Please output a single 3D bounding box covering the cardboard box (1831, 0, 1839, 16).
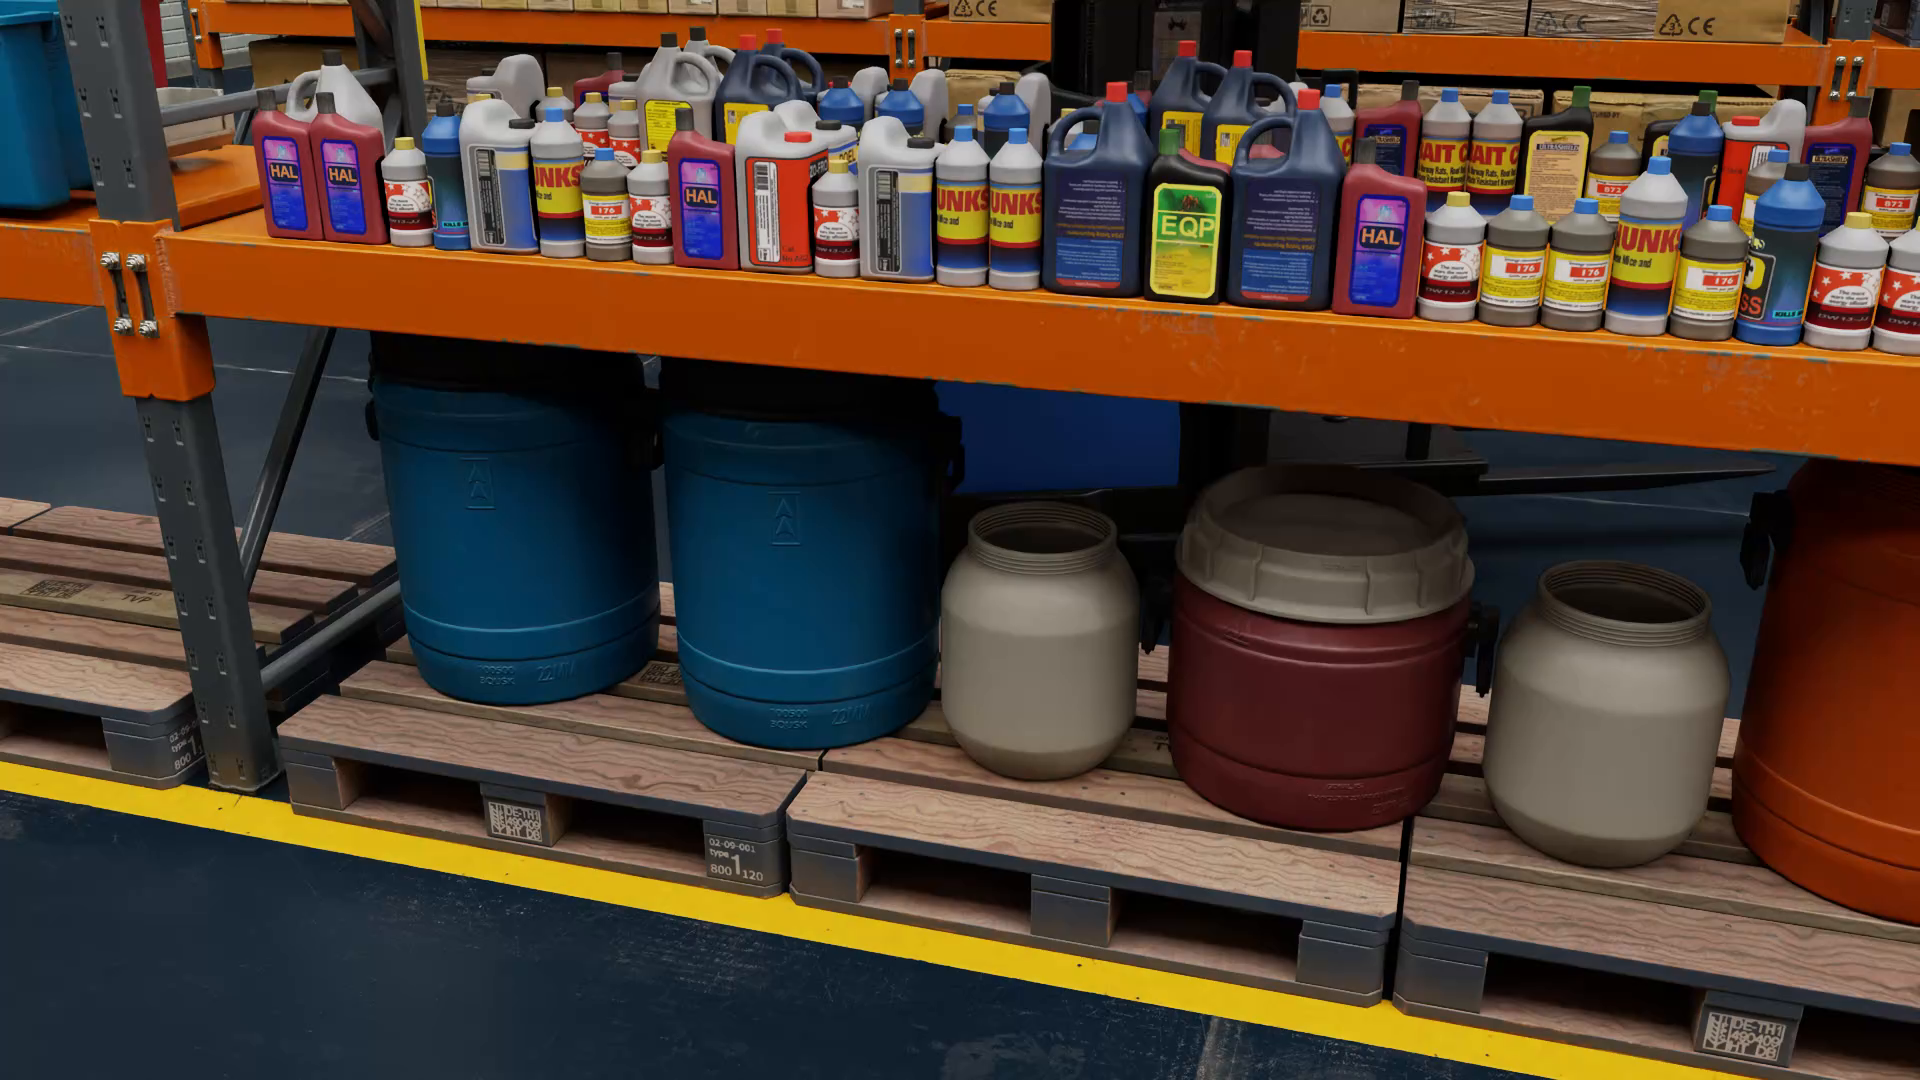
[{"bbox_3d":[10.600,-6.549,19.859,0.625,0.625,0.875,6,23,15],"label":"cardboard box"}]

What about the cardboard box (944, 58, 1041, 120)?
[{"bbox_3d":[0.510,-1.933,8.277,0.875,0.875,1.225,7,23,16],"label":"cardboard box"}]

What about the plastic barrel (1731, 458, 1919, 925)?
[{"bbox_3d":[1.817,0.215,3.098,0.708,0.830,0.600,7,23,16],"label":"plastic barrel"}]

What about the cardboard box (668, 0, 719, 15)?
[{"bbox_3d":[-1.233,-2.668,8.152,0.250,0.149,0.380,7,23,17],"label":"cardboard box"}]

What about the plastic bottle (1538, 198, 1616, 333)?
[{"bbox_3d":[0.988,-0.442,2.657,0.097,0.201,0.097,0,22,0],"label":"plastic bottle"}]

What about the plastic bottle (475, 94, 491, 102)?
[{"bbox_3d":[-1.086,-0.920,3.823,0.097,0.201,0.097,0,22,0],"label":"plastic bottle"}]

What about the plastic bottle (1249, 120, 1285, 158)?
[{"bbox_3d":[0.551,-0.580,2.886,0.133,0.283,0.061,7,23,16],"label":"plastic bottle"}]

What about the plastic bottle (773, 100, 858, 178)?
[{"bbox_3d":[-0.275,-0.693,3.169,0.135,0.276,0.152,7,23,16],"label":"plastic bottle"}]

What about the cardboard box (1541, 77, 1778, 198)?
[{"bbox_3d":[3.067,-1.641,7.564,0.875,0.875,1.225,5,23,13],"label":"cardboard box"}]

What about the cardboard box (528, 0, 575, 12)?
[{"bbox_3d":[-1.968,-2.752,8.358,0.250,0.149,0.380,7,23,16],"label":"cardboard box"}]

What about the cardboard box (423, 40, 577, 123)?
[{"bbox_3d":[-2.431,-2.294,9.156,0.875,0.875,0.875,7,23,16],"label":"cardboard box"}]

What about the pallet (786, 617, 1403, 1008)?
[{"bbox_3d":[0.360,0.538,3.681,1.213,0.211,1.003,7,23,16],"label":"pallet"}]

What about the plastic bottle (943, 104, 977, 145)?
[{"bbox_3d":[0.012,-0.855,3.663,0.097,0.201,0.097,0,22,0],"label":"plastic bottle"}]

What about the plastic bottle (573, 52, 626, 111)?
[{"bbox_3d":[-0.833,-0.997,3.901,0.133,0.283,0.061,7,23,16],"label":"plastic bottle"}]

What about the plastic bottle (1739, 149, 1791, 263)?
[{"bbox_3d":[1.509,-0.623,3.098,0.097,0.201,0.097,0,22,0],"label":"plastic bottle"}]

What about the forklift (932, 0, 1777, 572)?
[{"bbox_3d":[1.031,-1.438,4.914,3.031,2.935,1.130,-2,22,-6],"label":"forklift"}]

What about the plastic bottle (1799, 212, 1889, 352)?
[{"bbox_3d":[1.361,-0.400,2.553,0.097,0.201,0.097,0,22,0],"label":"plastic bottle"}]

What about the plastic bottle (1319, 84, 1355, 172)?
[{"bbox_3d":[0.761,-0.801,3.441,0.097,0.271,0.097,0,22,0],"label":"plastic bottle"}]

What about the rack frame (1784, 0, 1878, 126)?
[{"bbox_3d":[3.721,-2.346,7.038,0.127,3.000,1.000,7,23,16],"label":"rack frame"}]

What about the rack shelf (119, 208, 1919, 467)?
[{"bbox_3d":[0.376,-0.433,3.322,4.000,0.370,1.077,7,23,16],"label":"rack shelf"}]

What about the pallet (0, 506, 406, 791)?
[{"bbox_3d":[-2.254,0.238,4.411,1.213,0.211,1.003,7,23,16],"label":"pallet"}]

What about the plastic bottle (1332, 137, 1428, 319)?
[{"bbox_3d":[0.686,-0.507,2.708,0.133,0.283,0.061,7,23,16],"label":"plastic bottle"}]

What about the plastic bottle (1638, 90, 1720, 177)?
[{"bbox_3d":[1.412,-0.740,3.275,0.133,0.283,0.061,7,23,16],"label":"plastic bottle"}]

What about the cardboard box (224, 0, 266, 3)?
[{"bbox_3d":[-3.693,-2.948,8.836,0.250,0.149,0.380,7,23,16],"label":"cardboard box"}]

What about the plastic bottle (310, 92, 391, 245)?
[{"bbox_3d":[-1.183,-0.722,3.230,0.133,0.283,0.061,7,23,16],"label":"plastic bottle"}]

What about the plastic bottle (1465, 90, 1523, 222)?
[{"bbox_3d":[1.075,-0.765,3.353,0.097,0.271,0.097,0,22,0],"label":"plastic bottle"}]

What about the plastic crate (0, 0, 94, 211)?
[{"bbox_3d":[-2.084,-0.933,3.534,0.575,0.384,0.392,7,23,16],"label":"plastic crate"}]

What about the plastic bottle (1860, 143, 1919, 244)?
[{"bbox_3d":[1.773,-0.653,3.172,0.097,0.201,0.097,0,22,0],"label":"plastic bottle"}]

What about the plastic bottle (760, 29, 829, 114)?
[{"bbox_3d":[-0.387,-0.960,3.724,0.185,0.351,0.144,7,23,16],"label":"plastic bottle"}]

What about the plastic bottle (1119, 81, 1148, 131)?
[{"bbox_3d":[0.344,-0.825,3.498,0.097,0.271,0.097,0,22,0],"label":"plastic bottle"}]

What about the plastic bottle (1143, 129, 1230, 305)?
[{"bbox_3d":[0.381,-0.542,2.794,0.133,0.283,0.061,7,23,16],"label":"plastic bottle"}]

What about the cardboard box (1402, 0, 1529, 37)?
[{"bbox_3d":[2.204,-2.469,7.205,0.500,0.500,0.500,6,23,14],"label":"cardboard box"}]

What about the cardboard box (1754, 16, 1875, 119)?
[{"bbox_3d":[5.808,-3.191,11.509,0.750,0.750,1.050,6,23,15],"label":"cardboard box"}]

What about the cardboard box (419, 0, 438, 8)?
[{"bbox_3d":[-2.709,-2.836,8.563,0.250,0.149,0.380,6,23,14],"label":"cardboard box"}]

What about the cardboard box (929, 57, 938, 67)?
[{"bbox_3d":[-0.264,-3.787,12.969,0.250,0.149,0.380,6,23,14],"label":"cardboard box"}]

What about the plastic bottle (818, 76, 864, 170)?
[{"bbox_3d":[-0.254,-0.857,3.577,0.097,0.271,0.097,0,22,0],"label":"plastic bottle"}]

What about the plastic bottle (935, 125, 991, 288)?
[{"bbox_3d":[0.006,-0.587,2.918,0.097,0.271,0.097,0,22,0],"label":"plastic bottle"}]

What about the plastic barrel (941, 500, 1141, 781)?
[{"bbox_3d":[0.170,0.209,3.532,0.421,0.512,0.421,0,22,0],"label":"plastic barrel"}]

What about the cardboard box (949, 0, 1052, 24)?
[{"bbox_3d":[0.260,-2.690,7.743,0.500,0.500,0.500,7,23,16],"label":"cardboard box"}]

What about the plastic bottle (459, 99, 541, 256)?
[{"bbox_3d":[-0.855,-0.699,3.184,0.135,0.276,0.152,7,23,16],"label":"plastic bottle"}]

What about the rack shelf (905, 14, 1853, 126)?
[{"bbox_3d":[1.807,-2.233,7.709,4.000,0.370,1.077,7,23,16],"label":"rack shelf"}]

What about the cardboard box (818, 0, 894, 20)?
[{"bbox_3d":[-0.495,-2.583,7.946,0.250,0.149,0.380,7,23,16],"label":"cardboard box"}]

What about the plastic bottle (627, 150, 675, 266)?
[{"bbox_3d":[-0.566,-0.620,3.091,0.097,0.201,0.097,0,22,0],"label":"plastic bottle"}]

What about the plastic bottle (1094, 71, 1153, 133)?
[{"bbox_3d":[0.350,-0.861,3.571,0.133,0.283,0.061,7,23,16],"label":"plastic bottle"}]
